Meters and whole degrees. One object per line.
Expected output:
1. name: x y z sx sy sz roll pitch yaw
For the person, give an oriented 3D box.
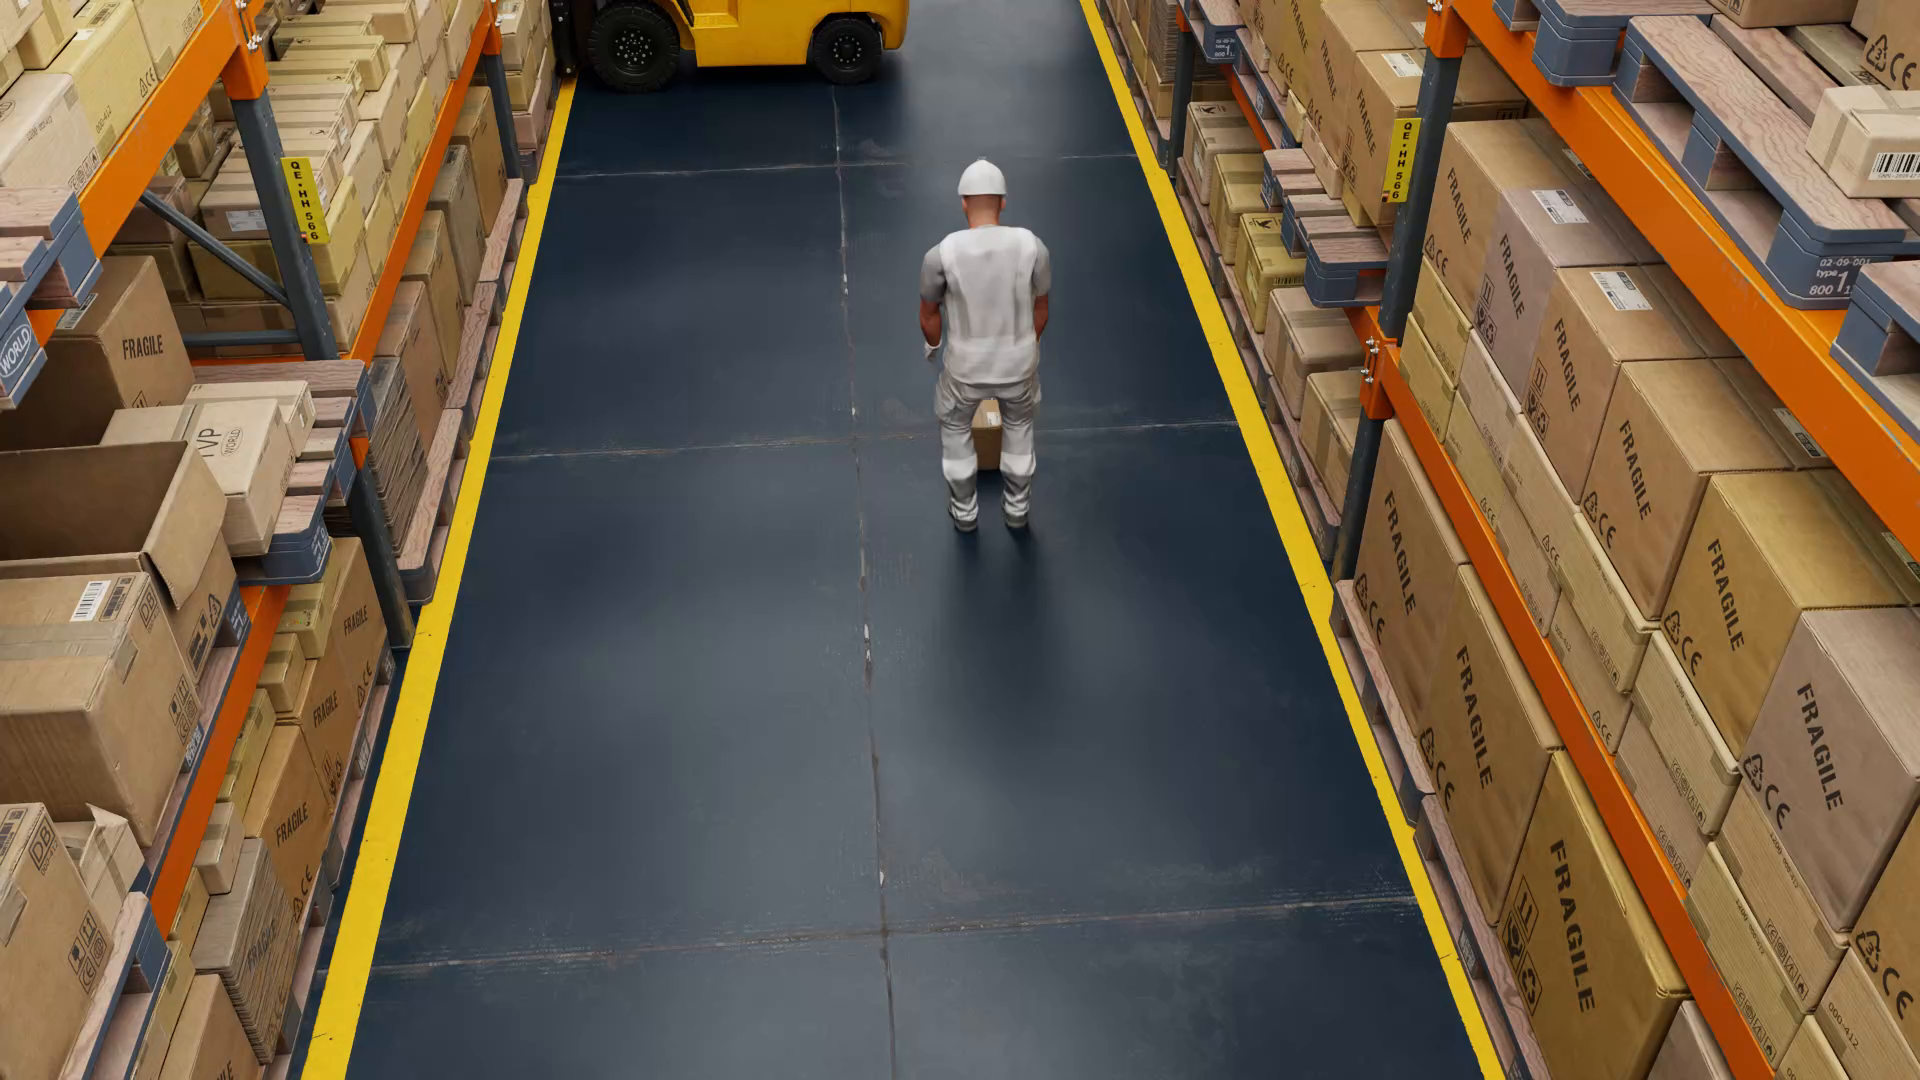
1. person: 0.101 -0.795 7.189 0.551 1.712 0.496 -2 39 -3
